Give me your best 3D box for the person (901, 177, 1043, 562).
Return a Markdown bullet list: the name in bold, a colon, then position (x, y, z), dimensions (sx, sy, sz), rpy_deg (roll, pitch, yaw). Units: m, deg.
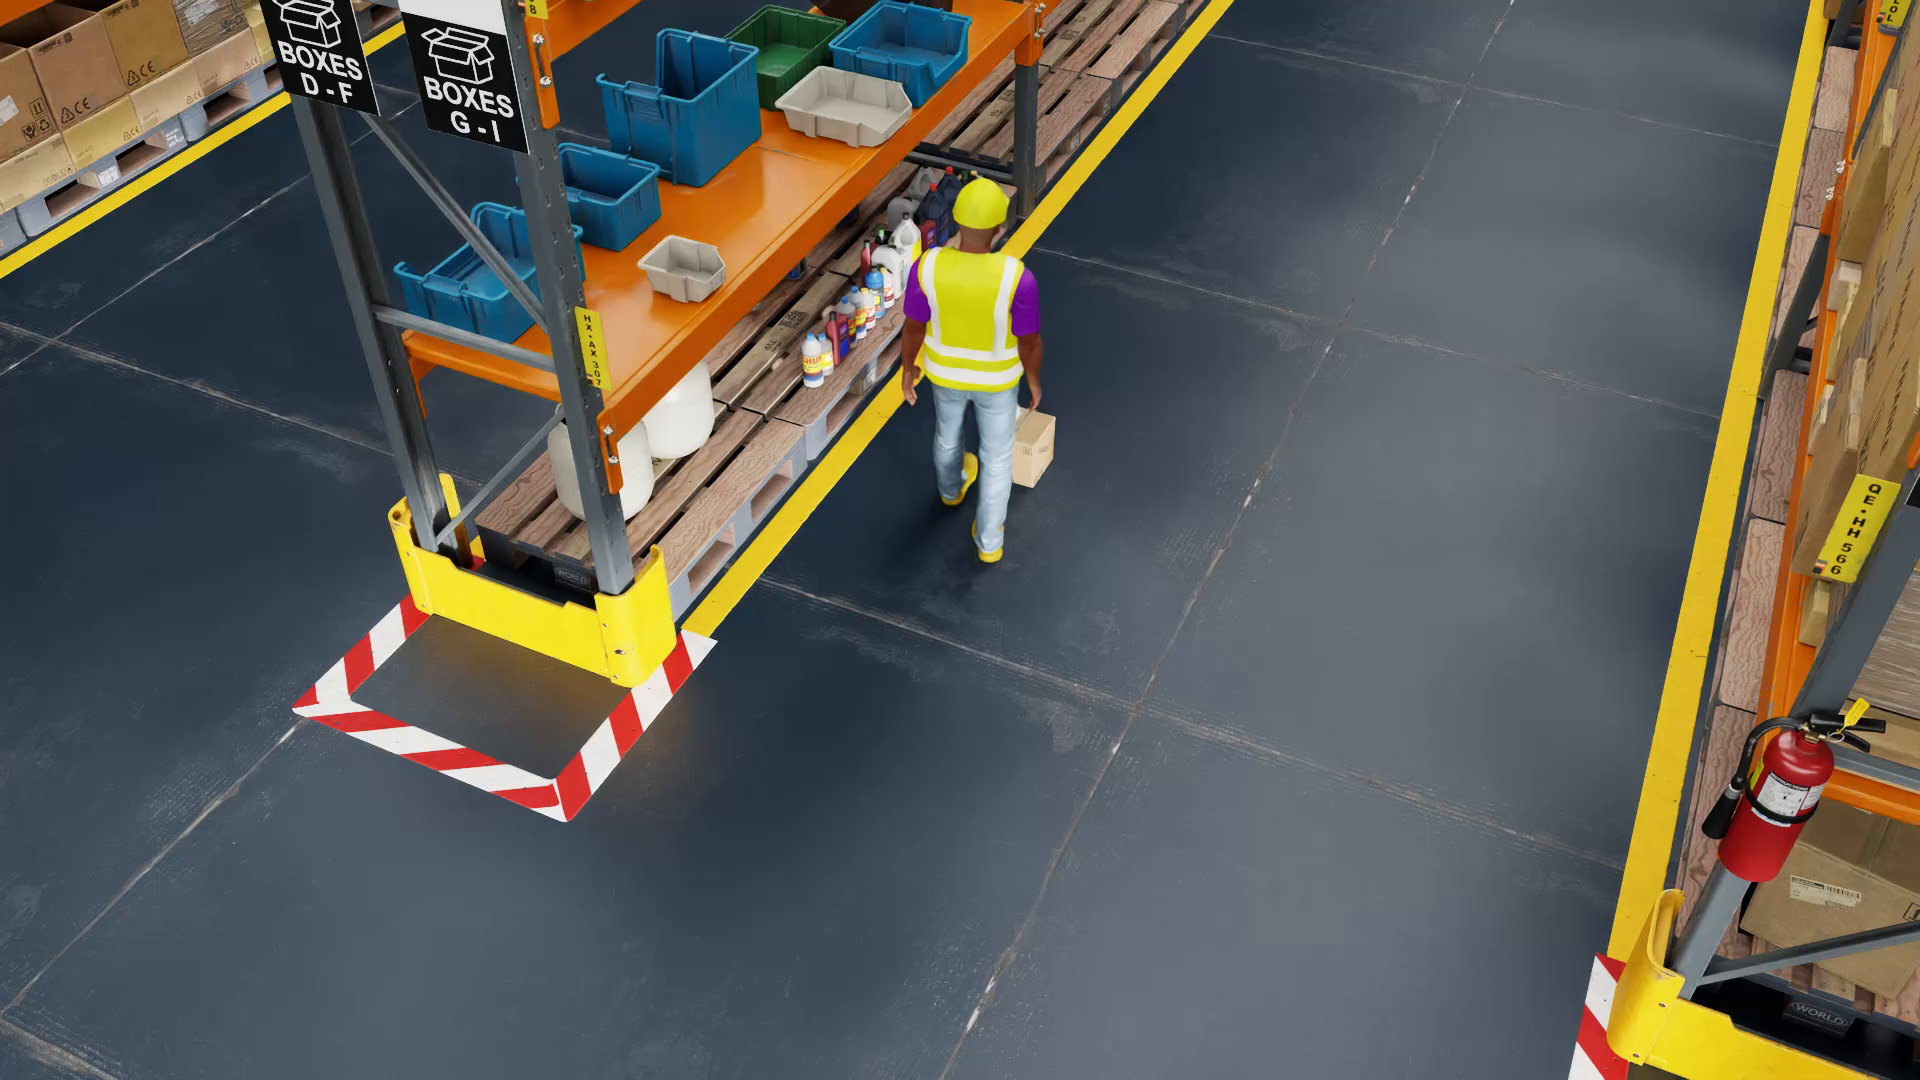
- **person**: position (0.076, -0.767, 6.998), dimensions (0.592, 1.761, 0.667), rpy_deg (9, 42, 10)
